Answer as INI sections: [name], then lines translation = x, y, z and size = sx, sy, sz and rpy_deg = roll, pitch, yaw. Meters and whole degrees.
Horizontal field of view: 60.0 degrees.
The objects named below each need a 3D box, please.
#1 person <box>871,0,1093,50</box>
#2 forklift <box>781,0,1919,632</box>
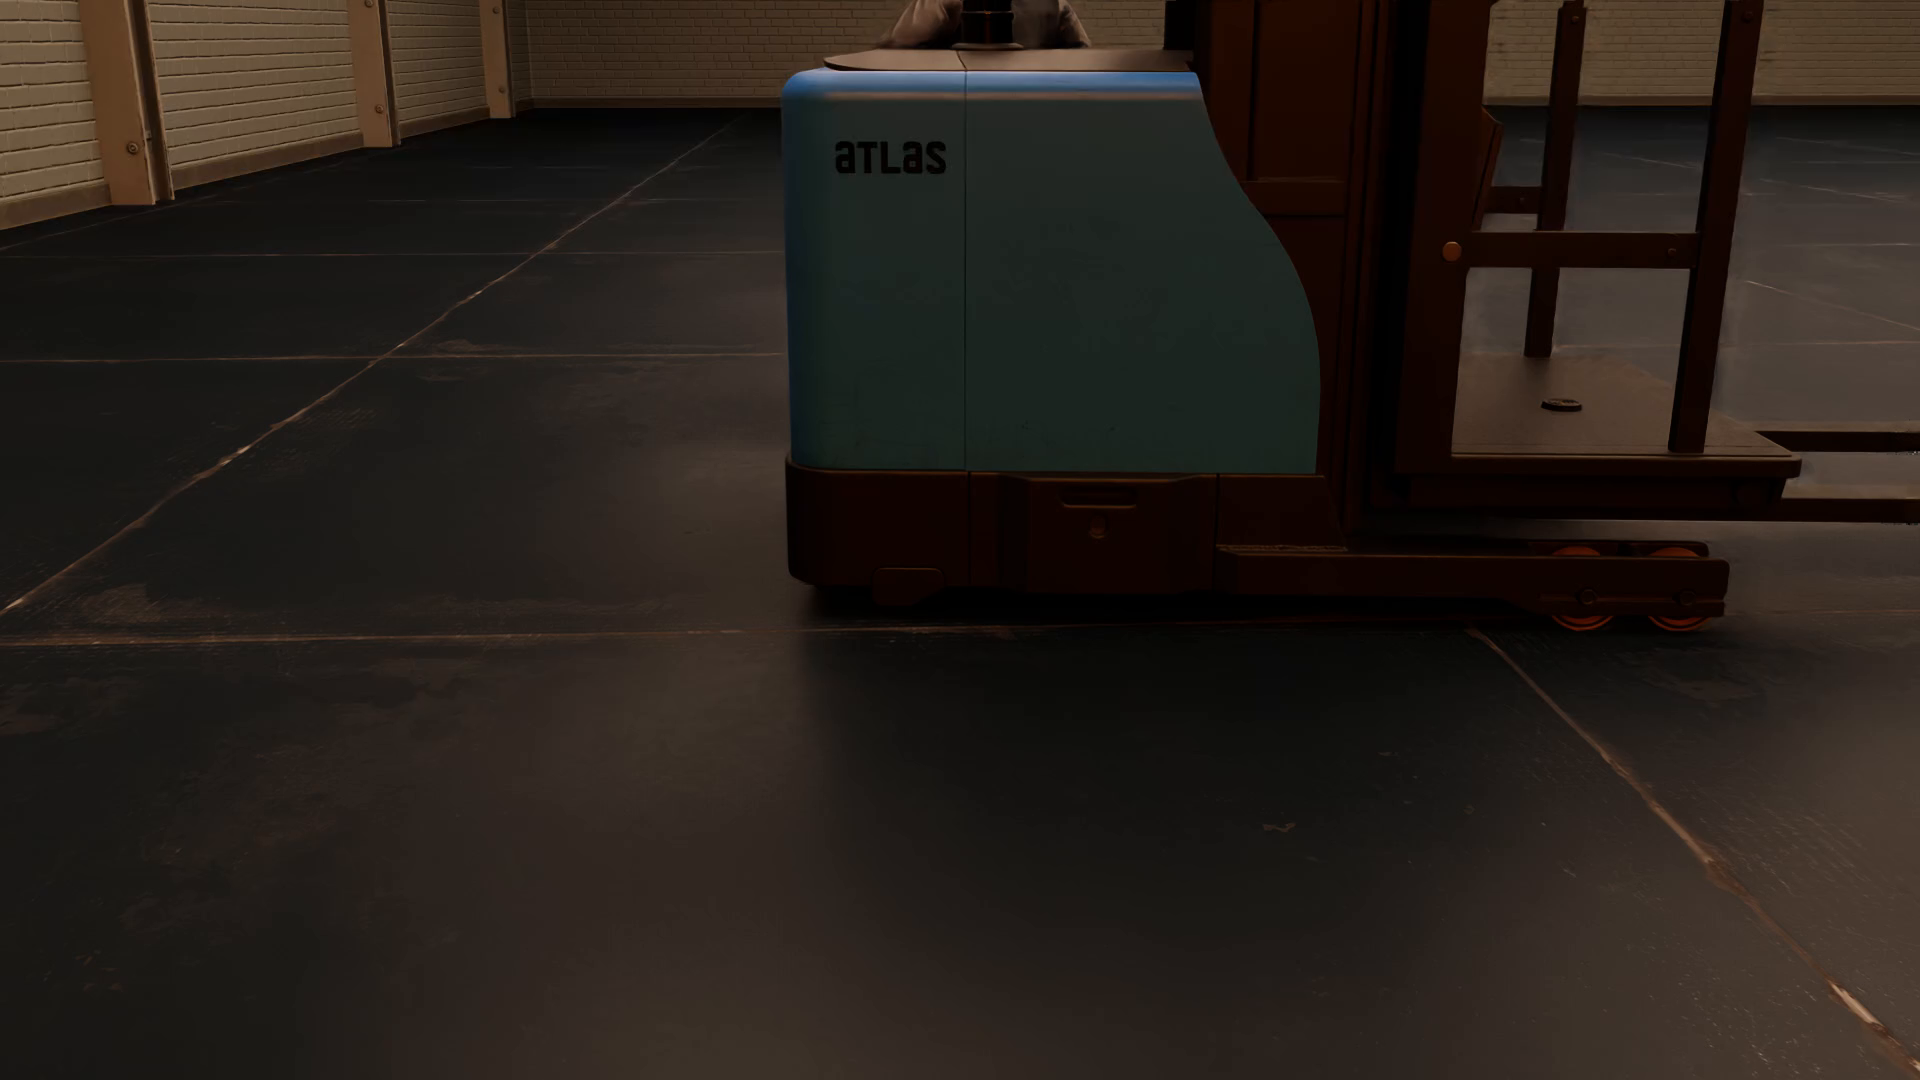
[person]
translation = 0.145, -1.194, 5.293
size = 0.967, 1.607, 0.502
rpy_deg = -7, 18, -21
[forklift]
translation = 1.173, -1.377, 3.410
size = 3.031, 2.935, 1.130
rpy_deg = 1, 17, 2
